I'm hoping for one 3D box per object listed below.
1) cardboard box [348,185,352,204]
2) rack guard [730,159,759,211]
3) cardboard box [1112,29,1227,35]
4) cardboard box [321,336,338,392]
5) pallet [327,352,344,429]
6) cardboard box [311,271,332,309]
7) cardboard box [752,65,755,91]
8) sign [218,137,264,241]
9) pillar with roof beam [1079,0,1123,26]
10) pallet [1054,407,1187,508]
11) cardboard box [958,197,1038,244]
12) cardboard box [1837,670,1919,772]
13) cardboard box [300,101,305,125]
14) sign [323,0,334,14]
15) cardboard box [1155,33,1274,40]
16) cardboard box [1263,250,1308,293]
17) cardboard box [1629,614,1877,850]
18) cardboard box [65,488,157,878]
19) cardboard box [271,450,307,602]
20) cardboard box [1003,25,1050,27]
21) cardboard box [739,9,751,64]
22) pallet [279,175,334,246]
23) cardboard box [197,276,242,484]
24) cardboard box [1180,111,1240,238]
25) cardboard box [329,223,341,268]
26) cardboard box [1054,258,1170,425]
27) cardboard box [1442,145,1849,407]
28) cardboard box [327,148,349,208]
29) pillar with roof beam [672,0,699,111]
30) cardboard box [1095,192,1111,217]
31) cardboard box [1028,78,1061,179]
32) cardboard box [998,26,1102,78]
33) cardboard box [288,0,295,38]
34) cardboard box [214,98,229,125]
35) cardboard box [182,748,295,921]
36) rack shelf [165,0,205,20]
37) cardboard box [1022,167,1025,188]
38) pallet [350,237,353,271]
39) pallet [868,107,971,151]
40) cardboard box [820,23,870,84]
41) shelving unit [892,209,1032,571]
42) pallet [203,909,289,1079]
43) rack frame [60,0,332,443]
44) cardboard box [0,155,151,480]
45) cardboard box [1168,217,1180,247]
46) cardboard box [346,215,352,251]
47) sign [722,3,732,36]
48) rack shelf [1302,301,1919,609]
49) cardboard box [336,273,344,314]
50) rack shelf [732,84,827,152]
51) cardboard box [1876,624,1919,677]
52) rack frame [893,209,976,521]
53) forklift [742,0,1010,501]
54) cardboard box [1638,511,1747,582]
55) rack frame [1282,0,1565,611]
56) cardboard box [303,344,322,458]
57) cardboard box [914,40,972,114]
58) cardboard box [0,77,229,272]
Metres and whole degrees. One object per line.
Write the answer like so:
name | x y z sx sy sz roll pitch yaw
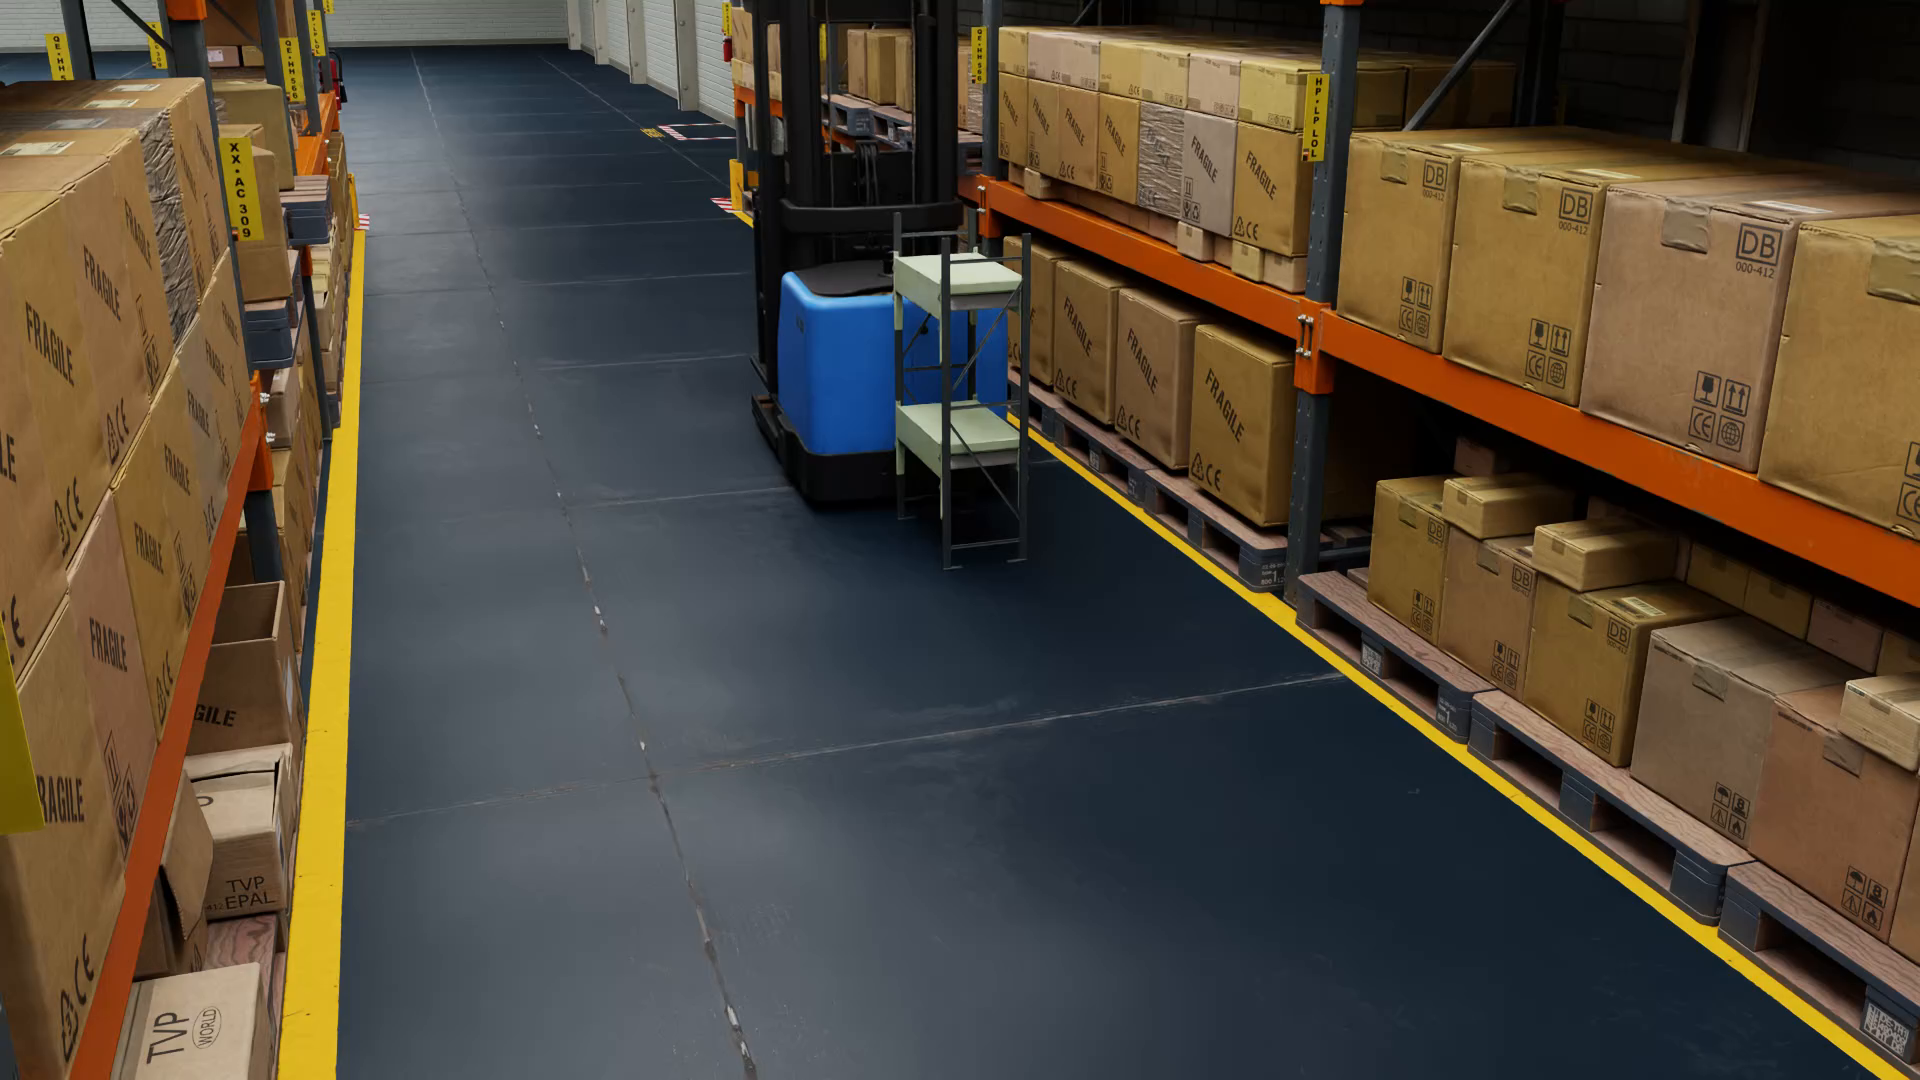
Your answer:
cardboard box | -6.137 -3.267 16.021 0.500 0.250 0.500 -6 21 -17
rack guard | -1.861 -3.831 17.842 1.175 0.500 0.348 -6 21 -17
cardboard box | 1.178 -2.729 9.350 0.500 0.250 0.500 -7 21 -19
cardboard box | -3.957 -1.040 9.820 0.500 0.250 0.500 -6 21 -17
pallet | -4.293 -0.893 10.090 1.003 0.211 1.213 -6 21 -17
cardboard box | -4.130 -1.471 10.192 0.500 0.311 0.500 -7 21 -19
cardboard box | -1.701 -4.451 16.063 0.500 0.250 0.500 -7 21 -18
sign | -2.302 -1.121 5.319 0.100 0.325 0.005 -6 21 -17
pillar with roof beam | -3.044 -5.339 9.470 9.100 9.000 0.400 -6 21 -17
pallet | 1.186 -0.500 8.997 1.003 0.211 1.213 -6 21 -17
cardboard box | 0.234 -2.263 11.717 0.500 0.250 0.500 -6 21 -16
cardboard box | 2.535 0.459 4.319 0.380 0.149 0.250 -6 21 -16
cardboard box | -5.646 -3.578 13.292 0.700 0.500 0.500 -7 21 -18
sign | -6.067 -5.214 15.931 0.100 0.325 0.005 -6 21 -17
cardboard box | 1.336 -2.564 8.891 0.500 0.250 0.500 -7 21 -19
cardboard box | 1.512 -1.150 7.024 0.380 0.149 0.250 -6 21 -17
cardboard box | 2.513 0.546 5.036 0.700 0.500 0.500 -7 21 -19
cardboard box | -1.613 0.248 2.641 0.500 0.500 0.500 -7 21 -18
cardboard box | -2.913 -0.035 6.623 0.500 0.500 0.500 -6 21 -16
cardboard box | 0.378 -3.233 10.722 0.380 0.149 0.250 -10 22 -26
cardboard box | -1.874 -4.979 16.423 0.500 0.500 0.500 -6 21 -17
pallet | -3.792 -1.636 8.319 1.213 0.211 1.003 -6 21 -17
cardboard box | -2.250 -0.402 4.450 0.500 0.500 0.500 -6 21 -16
cardboard box | 1.333 -1.661 7.486 0.500 0.500 0.500 -6 21 -17
cardboard box | -4.760 -2.122 12.004 0.500 0.311 0.500 -6 21 -16
cardboard box | 1.006 -1.119 9.152 0.750 0.750 0.750 -6 21 -17
cardboard box | 2.266 -0.911 5.572 0.980 0.700 0.700 -7 21 -19
cardboard box | -5.651 -3.140 14.559 0.500 0.500 0.500 -6 21 -17
pillar with roof beam | -8.702 -11.116 25.552 9.100 9.000 0.400 -6 21 -17
cardboard box | 0.944 -1.815 8.875 0.380 0.149 0.250 -6 21 -16
cardboard box | 0.695 -2.309 9.289 0.500 0.500 0.500 -6 21 -15
cardboard box | 0.537 -2.831 9.635 0.500 0.250 0.500 -6 21 -16
cardboard box | -5.634 -4.182 13.055 0.700 0.500 0.500 -6 21 -17
cardboard box | -3.660 -1.678 7.381 0.700 0.500 0.500 -3 20 -7
cardboard box | -2.130 0.799 4.583 0.500 0.311 0.500 -6 21 -17
rack shelf | -2.186 -1.085 3.125 1.077 0.370 4.000 -6 21 -17
cardboard box | 0.584 -2.143 9.789 0.380 0.149 0.250 -6 21 -16
pallet | -5.926 -2.560 14.731 1.003 0.211 1.213 -6 21 -17
pallet | -0.031 -3.005 12.129 1.003 0.211 1.213 -6 21 -17
cardboard box | -1.069 -4.159 14.140 0.500 0.500 0.500 -6 21 -17
shelving unit | -0.002 -0.708 7.669 0.431 1.500 0.755 -6 21 -17
pallet | -2.212 1.272 4.063 1.003 0.211 1.213 -6 21 -17
rack frame | -4.072 -1.937 8.871 1.000 3.000 0.127 -6 21 -17
cardboard box | -1.770 -0.386 2.926 0.500 0.500 0.500 -6 21 -16
cardboard box | 1.219 -1.481 7.944 0.380 0.149 0.250 -6 21 -17
cardboard box | -5.491 -2.627 14.239 0.500 0.250 0.500 -6 21 -17
sign | -2.400 -5.381 17.181 0.100 0.325 0.005 -6 21 -17
rack shelf | 2.516 -0.200 5.101 1.077 0.370 4.000 -6 21 -17
cardboard box | -4.605 -1.695 11.645 0.500 0.250 0.500 -6 21 -16
rack shelf | -1.256 -4.051 15.822 1.077 0.370 4.000 -6 21 -17
cardboard box | 2.820 0.338 4.654 0.380 0.149 0.250 -6 21 -17
rack frame | -0.117 -0.825 7.996 0.400 1.500 0.023 -6 21 -17
forklift | -0.610 -2.034 9.245 1.130 2.935 3.031 -5 20 -14
cardboard box | 2.497 0.011 5.567 0.380 0.149 0.250 -6 21 -17
rack frame | 1.887 -1.181 6.766 1.000 3.000 0.127 -6 21 -17
cardboard box | -3.555 -0.692 8.453 0.500 0.500 0.500 -6 20 -15
cardboard box | 0.060 -3.266 11.772 0.700 0.500 0.500 -6 21 -17
cardboard box | -2.410 -1.036 4.737 0.500 0.500 0.500 -6 21 -17
